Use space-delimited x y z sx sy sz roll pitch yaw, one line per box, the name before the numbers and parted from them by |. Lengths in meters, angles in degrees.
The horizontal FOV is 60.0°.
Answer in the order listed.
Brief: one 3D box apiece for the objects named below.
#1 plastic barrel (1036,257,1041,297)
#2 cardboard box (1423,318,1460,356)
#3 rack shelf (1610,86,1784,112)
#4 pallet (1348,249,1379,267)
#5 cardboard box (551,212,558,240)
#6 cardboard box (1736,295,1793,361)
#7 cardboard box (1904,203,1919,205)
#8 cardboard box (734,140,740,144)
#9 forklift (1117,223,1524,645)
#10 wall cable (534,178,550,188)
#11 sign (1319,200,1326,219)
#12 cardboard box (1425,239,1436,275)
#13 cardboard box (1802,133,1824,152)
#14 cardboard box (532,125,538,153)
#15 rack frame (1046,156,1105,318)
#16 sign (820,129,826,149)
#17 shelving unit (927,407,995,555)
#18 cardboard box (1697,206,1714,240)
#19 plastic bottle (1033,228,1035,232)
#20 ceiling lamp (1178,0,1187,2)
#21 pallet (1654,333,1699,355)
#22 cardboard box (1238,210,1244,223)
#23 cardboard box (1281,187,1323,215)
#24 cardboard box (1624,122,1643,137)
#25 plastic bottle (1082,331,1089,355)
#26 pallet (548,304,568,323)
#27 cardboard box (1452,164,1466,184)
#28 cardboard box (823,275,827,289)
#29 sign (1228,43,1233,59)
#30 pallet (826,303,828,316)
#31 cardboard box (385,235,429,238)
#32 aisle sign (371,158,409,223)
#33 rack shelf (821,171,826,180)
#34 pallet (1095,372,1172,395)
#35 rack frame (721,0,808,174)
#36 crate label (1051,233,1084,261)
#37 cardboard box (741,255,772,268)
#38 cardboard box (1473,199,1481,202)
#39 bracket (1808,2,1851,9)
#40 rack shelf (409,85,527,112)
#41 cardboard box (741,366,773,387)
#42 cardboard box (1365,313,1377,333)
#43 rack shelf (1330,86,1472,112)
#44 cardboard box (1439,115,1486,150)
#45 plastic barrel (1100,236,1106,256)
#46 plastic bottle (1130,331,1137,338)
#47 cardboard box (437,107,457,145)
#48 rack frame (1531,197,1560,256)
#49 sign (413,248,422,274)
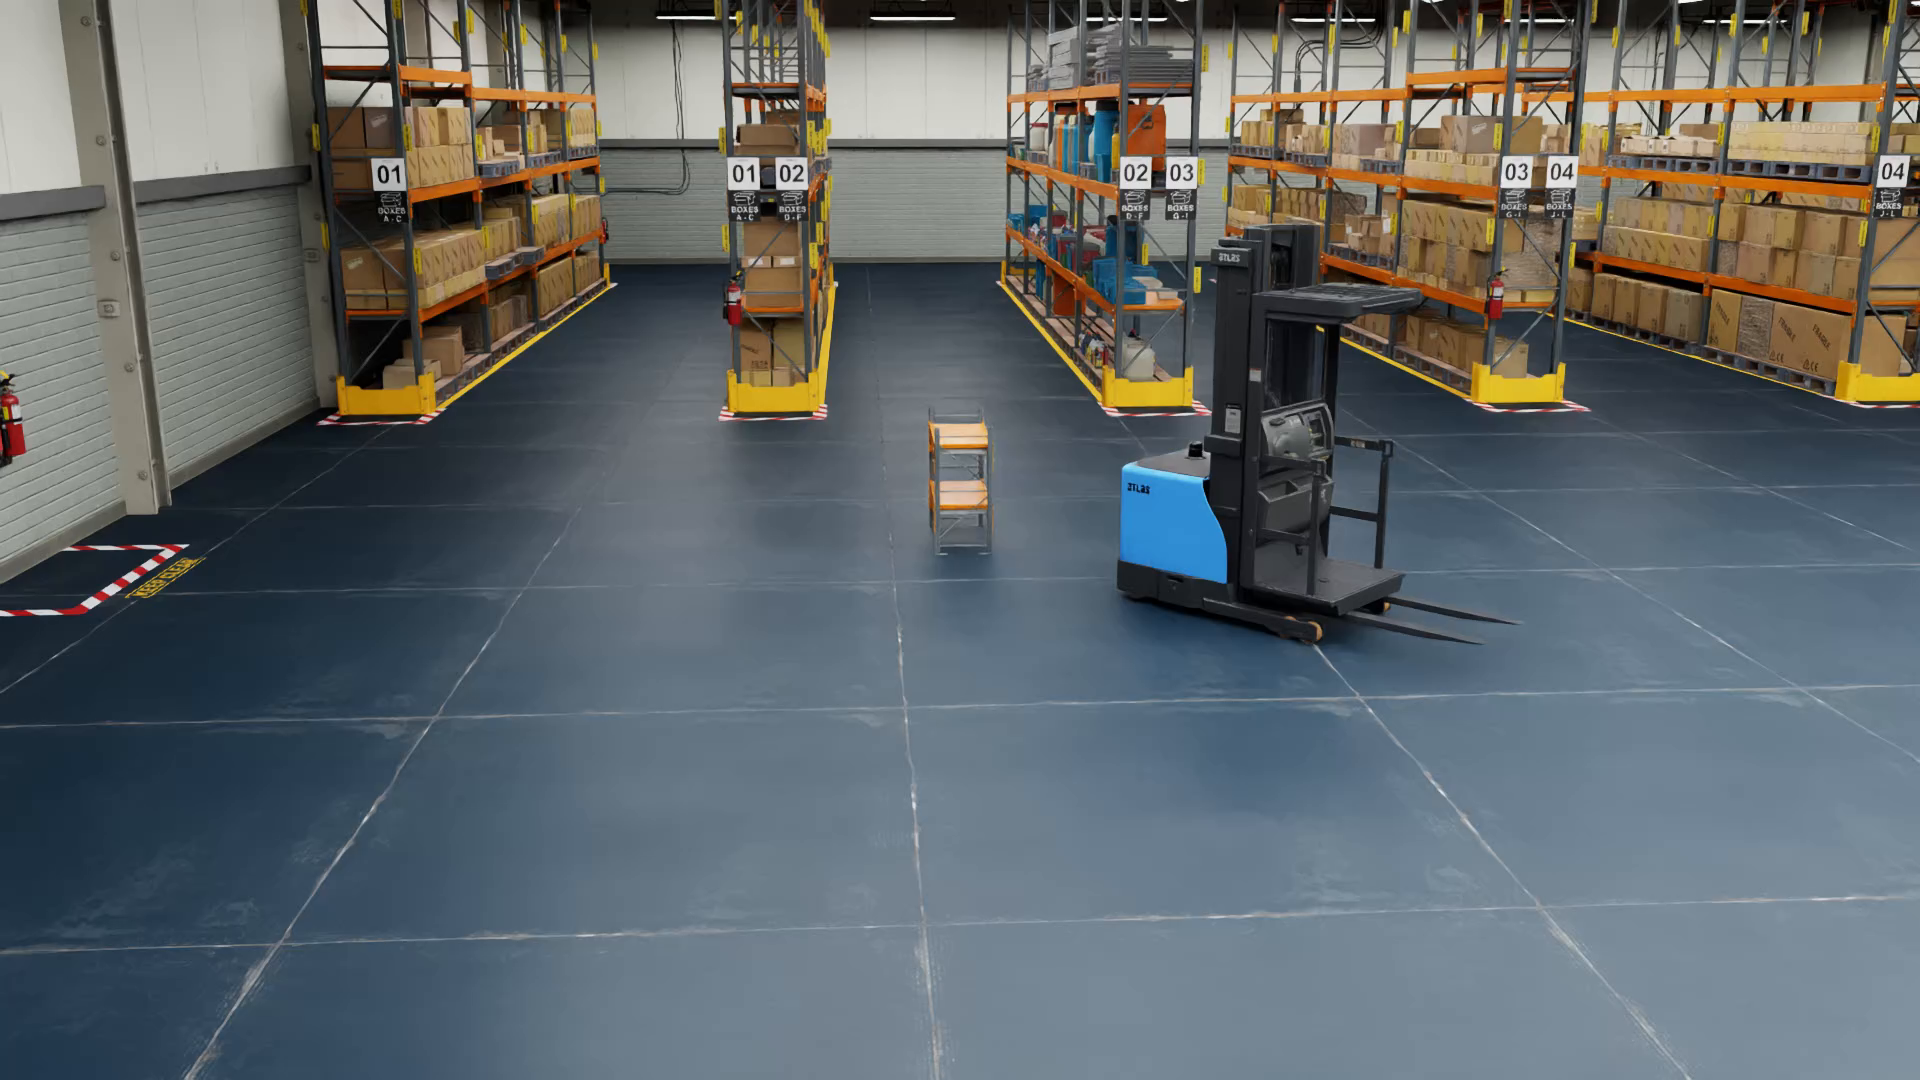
plastic barrel | 1.797 -5.269 32.853 0.600 0.901 0.708 -1 14 -3
cardboard box | 7.248 -3.055 25.052 0.500 0.500 0.500 4 15 14
rack shelf | 12.052 -7.216 27.260 1.077 0.370 4.000 -1 14 -3
pallet | 7.135 -4.714 27.714 1.003 0.211 1.213 -1 14 -3
cardboard box | -7.727 -5.780 30.632 0.500 0.500 0.500 0 14 -2
cardboard box | 12.205 -3.148 24.664 0.875 0.875 0.875 -1 14 -3
cardboard box | 17.168 -5.739 29.671 0.500 0.500 0.500 -1 14 -5
cardboard box | -2.789 -5.259 22.480 0.500 0.311 0.500 1 14 3
forklift | 2.678 -0.809 12.287 3.031 2.935 1.130 13 19 41
wall cable | -9.379 -7.855 37.497 0.084 1.984 1.851 -1 14 -3
sign | 6.418 -5.850 29.421 0.100 0.325 0.005 -1 14 -3
cardboard box | 7.313 -4.136 24.284 0.875 0.500 0.500 -1 14 -3
cardboard box | 12.055 -5.503 23.037 0.500 0.250 0.500 -1 14 -4
cardboard box | -8.096 -7.295 30.256 0.700 0.500 0.500 -1 14 -3
rack frame | 2.028 -5.222 29.304 1.000 3.000 0.127 -1 14 -3
sign | -2.361 -6.895 28.588 0.100 0.325 0.005 -1 14 -3
shelving unit | 0.000 -0.546 14.893 0.538 1.125 1.048 -1 14 -3
cardboard box | 12.140 -5.012 26.277 0.700 0.500 0.500 -1 14 -4
plastic bottle | 1.433 -5.842 31.947 0.061 0.283 0.133 -1 14 -3
ceiling lamp | 4.374 -10.259 31.434 0.237 0.041 1.941 -1 14 -3
pallet | 12.053 -3.196 27.024 1.003 0.211 1.213 -1 14 -3
cardboard box | 6.303 -6.982 35.848 0.500 0.250 0.500 -1 14 -5
cardboard box | 6.772 -6.669 32.713 0.797 0.503 0.637 -1 14 -5
cardboard box | 12.147 -7.455 30.226 0.396 0.266 0.258 -1 14 -3
plastic bottle | 1.912 -2.951 24.908 0.144 0.351 0.185 0 14 -2
pallet | -7.906 -4.219 31.000 1.003 0.211 1.213 -1 14 -3
cardboard box | 7.127 -5.057 22.943 0.500 0.250 0.500 -1 14 -2
cardboard box | -2.794 -4.778 31.711 0.500 0.500 0.500 -1 14 -3
sign | 5.922 -10.716 36.423 0.100 0.325 0.005 -1 14 -3
pallet | -2.997 -4.285 31.258 1.003 0.211 1.213 -1 14 -3
cardboard box | -7.737 -4.002 23.317 0.500 0.500 0.500 0 14 -2
aisle sign | -7.060 -4.326 20.602 0.394 0.787 0.004 -1 14 -3
rack shelf | -3.040 -6.749 30.660 1.077 0.370 4.000 -1 14 -3
pallet | 2.427 -2.103 22.775 1.003 0.211 1.213 -1 14 -3
rack frame | -2.420 -6.063 20.530 1.000 3.000 0.127 -1 14 -3
crate label | 1.820 -4.988 28.323 0.502 0.435 0.616 -1 14 -3
cardboard box | -2.634 -3.612 21.542 0.380 0.149 0.250 -1 14 -4
cardboard box | 11.299 -7.035 35.552 0.500 0.500 0.500 -1 14 -5
bracket | 21.501 -13.645 42.775 0.076 0.066 5.218 -1 14 -3
rack shelf | -7.736 -6.935 26.169 1.077 0.370 4.000 -1 14 -3
cardboard box | -2.748 -2.158 22.069 0.500 0.250 0.500 -1 14 -3
cardboard box | 7.157 -3.718 27.589 0.700 0.500 0.500 -2 15 -8
rack shelf | 7.096 -7.165 27.060 1.077 0.370 4.000 -1 14 -3
cardboard box | 7.502 -6.083 24.830 0.500 0.500 0.500 -1 14 -5
plastic barrel | 2.436 -4.535 26.359 0.433 0.535 0.433 0 14 0
plastic bottle | 2.616 -2.954 24.922 0.144 0.351 0.185 -2 15 -6
cardboard box | -7.223 -5.683 22.829 0.500 0.500 0.500 -1 14 -5
rack frame | 11.681 -6.345 33.668 1.000 3.000 0.127 -1 14 -3
sign | -6.822 -3.508 20.902 0.100 0.325 0.005 -1 14 -3
